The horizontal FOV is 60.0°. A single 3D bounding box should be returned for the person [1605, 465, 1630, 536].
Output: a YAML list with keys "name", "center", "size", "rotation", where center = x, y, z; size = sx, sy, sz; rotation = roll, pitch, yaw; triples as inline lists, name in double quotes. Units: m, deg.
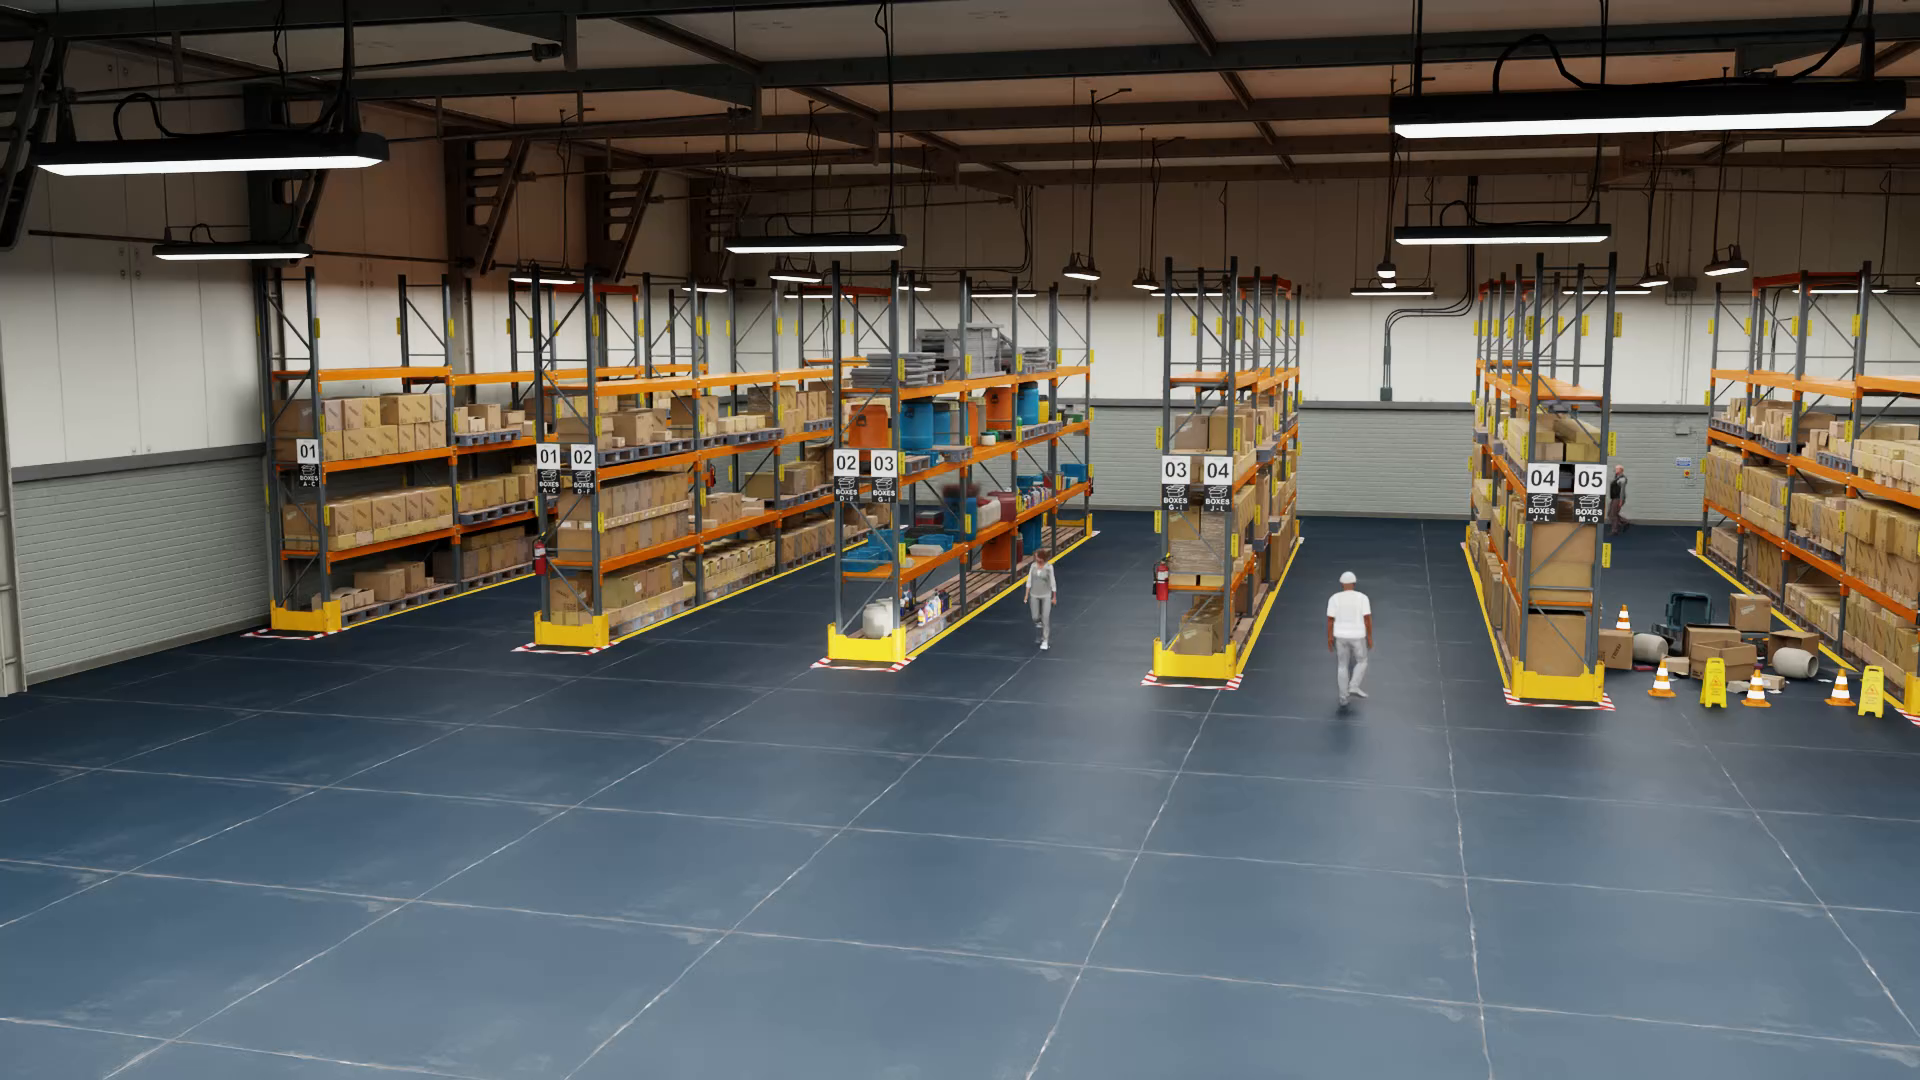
- name: "person"
  center: [15.949, -0.963, 40.224]
  size: [0.606, 1.713, 0.552]
  rotation: [1, 7, 10]

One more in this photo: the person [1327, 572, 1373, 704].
- name: "person"
  center: [5.217, 1.311, 22.259]
  size: [0.619, 1.750, 0.496]
  rotation: [3, 8, 25]

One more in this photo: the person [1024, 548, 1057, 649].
- name: "person"
  center: [1.258, 0.904, 26.176]
  size: [0.454, 1.553, 0.804]
  rotation: [3, 8, 22]
